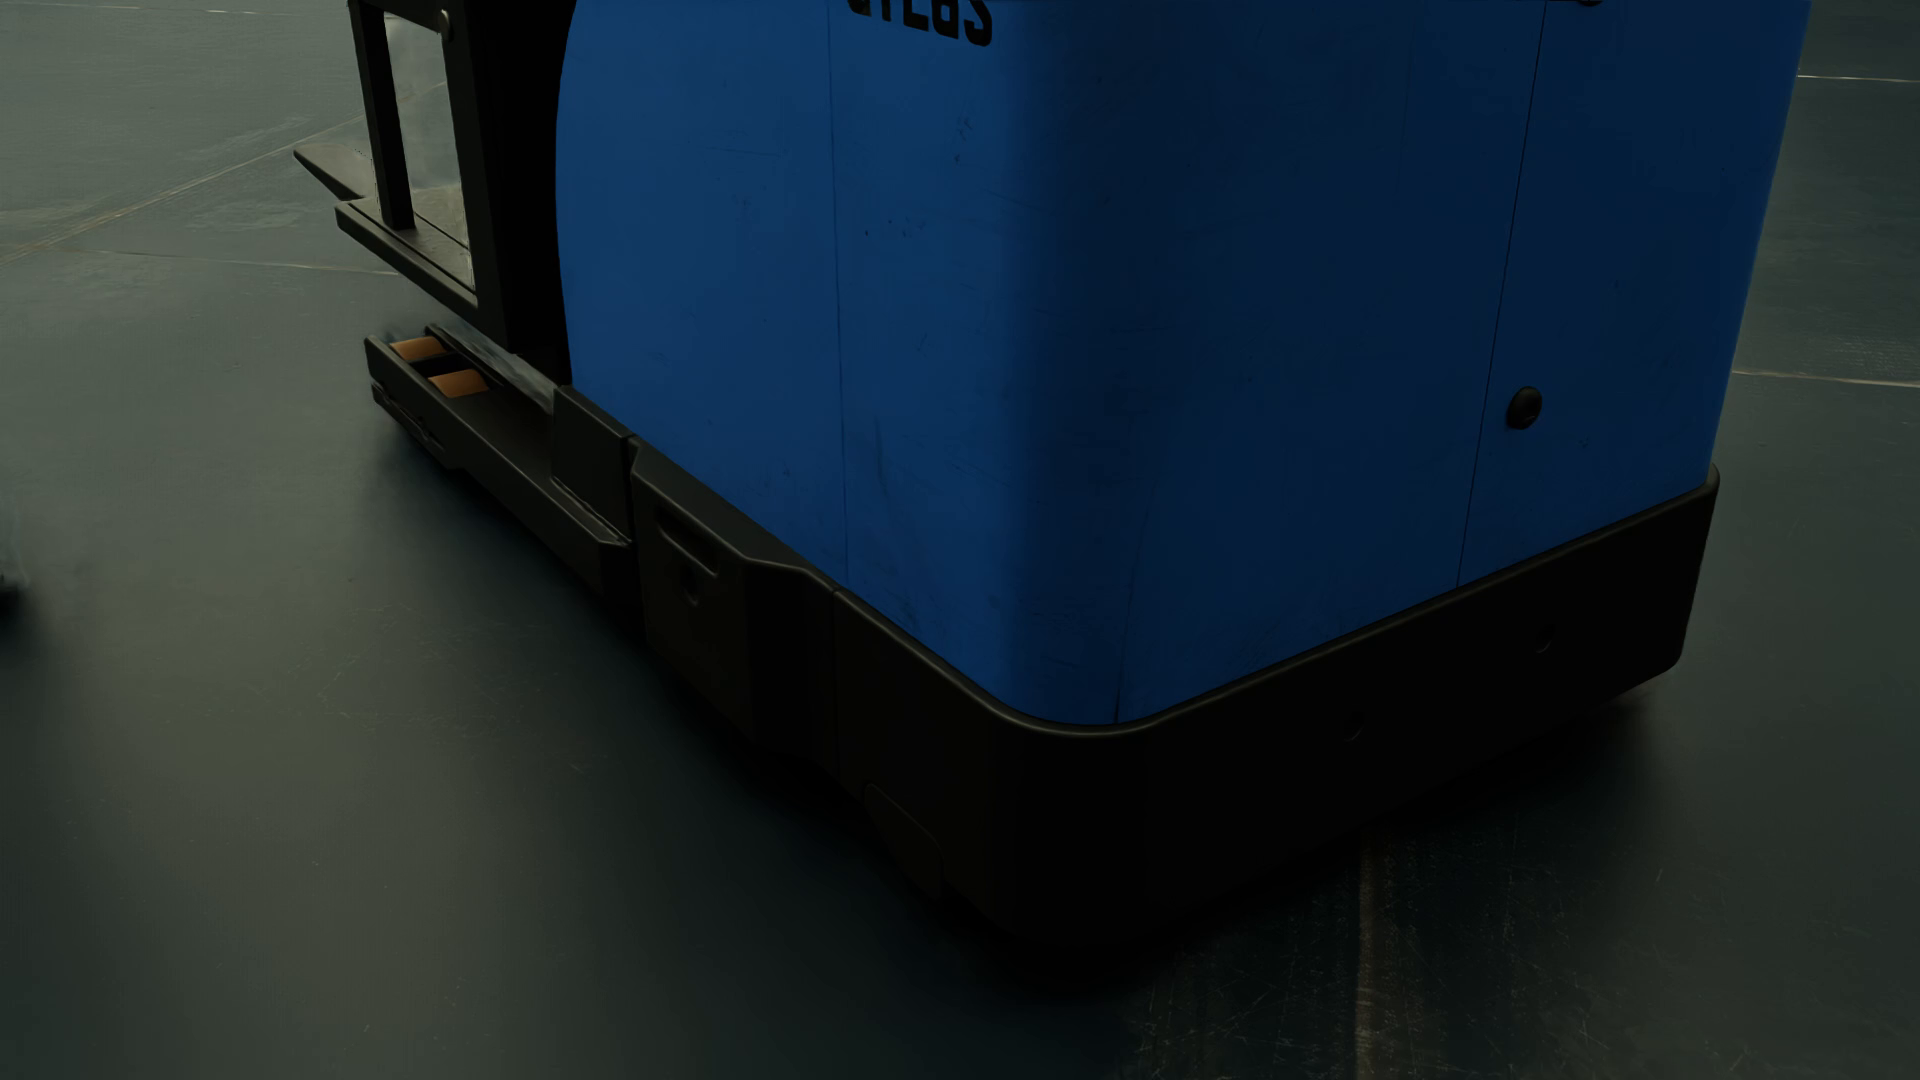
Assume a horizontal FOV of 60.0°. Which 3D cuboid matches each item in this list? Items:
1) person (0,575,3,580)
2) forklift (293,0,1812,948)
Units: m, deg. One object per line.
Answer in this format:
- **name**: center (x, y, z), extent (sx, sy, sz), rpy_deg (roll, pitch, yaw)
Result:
- **person**: center (-1.521, -0.549, 1.877), extent (0.736, 1.677, 0.850), rpy_deg (20, 33, 34)
- **forklift**: center (-0.359, -1.532, 2.282), extent (1.130, 2.935, 3.031), rpy_deg (-18, 32, -31)
